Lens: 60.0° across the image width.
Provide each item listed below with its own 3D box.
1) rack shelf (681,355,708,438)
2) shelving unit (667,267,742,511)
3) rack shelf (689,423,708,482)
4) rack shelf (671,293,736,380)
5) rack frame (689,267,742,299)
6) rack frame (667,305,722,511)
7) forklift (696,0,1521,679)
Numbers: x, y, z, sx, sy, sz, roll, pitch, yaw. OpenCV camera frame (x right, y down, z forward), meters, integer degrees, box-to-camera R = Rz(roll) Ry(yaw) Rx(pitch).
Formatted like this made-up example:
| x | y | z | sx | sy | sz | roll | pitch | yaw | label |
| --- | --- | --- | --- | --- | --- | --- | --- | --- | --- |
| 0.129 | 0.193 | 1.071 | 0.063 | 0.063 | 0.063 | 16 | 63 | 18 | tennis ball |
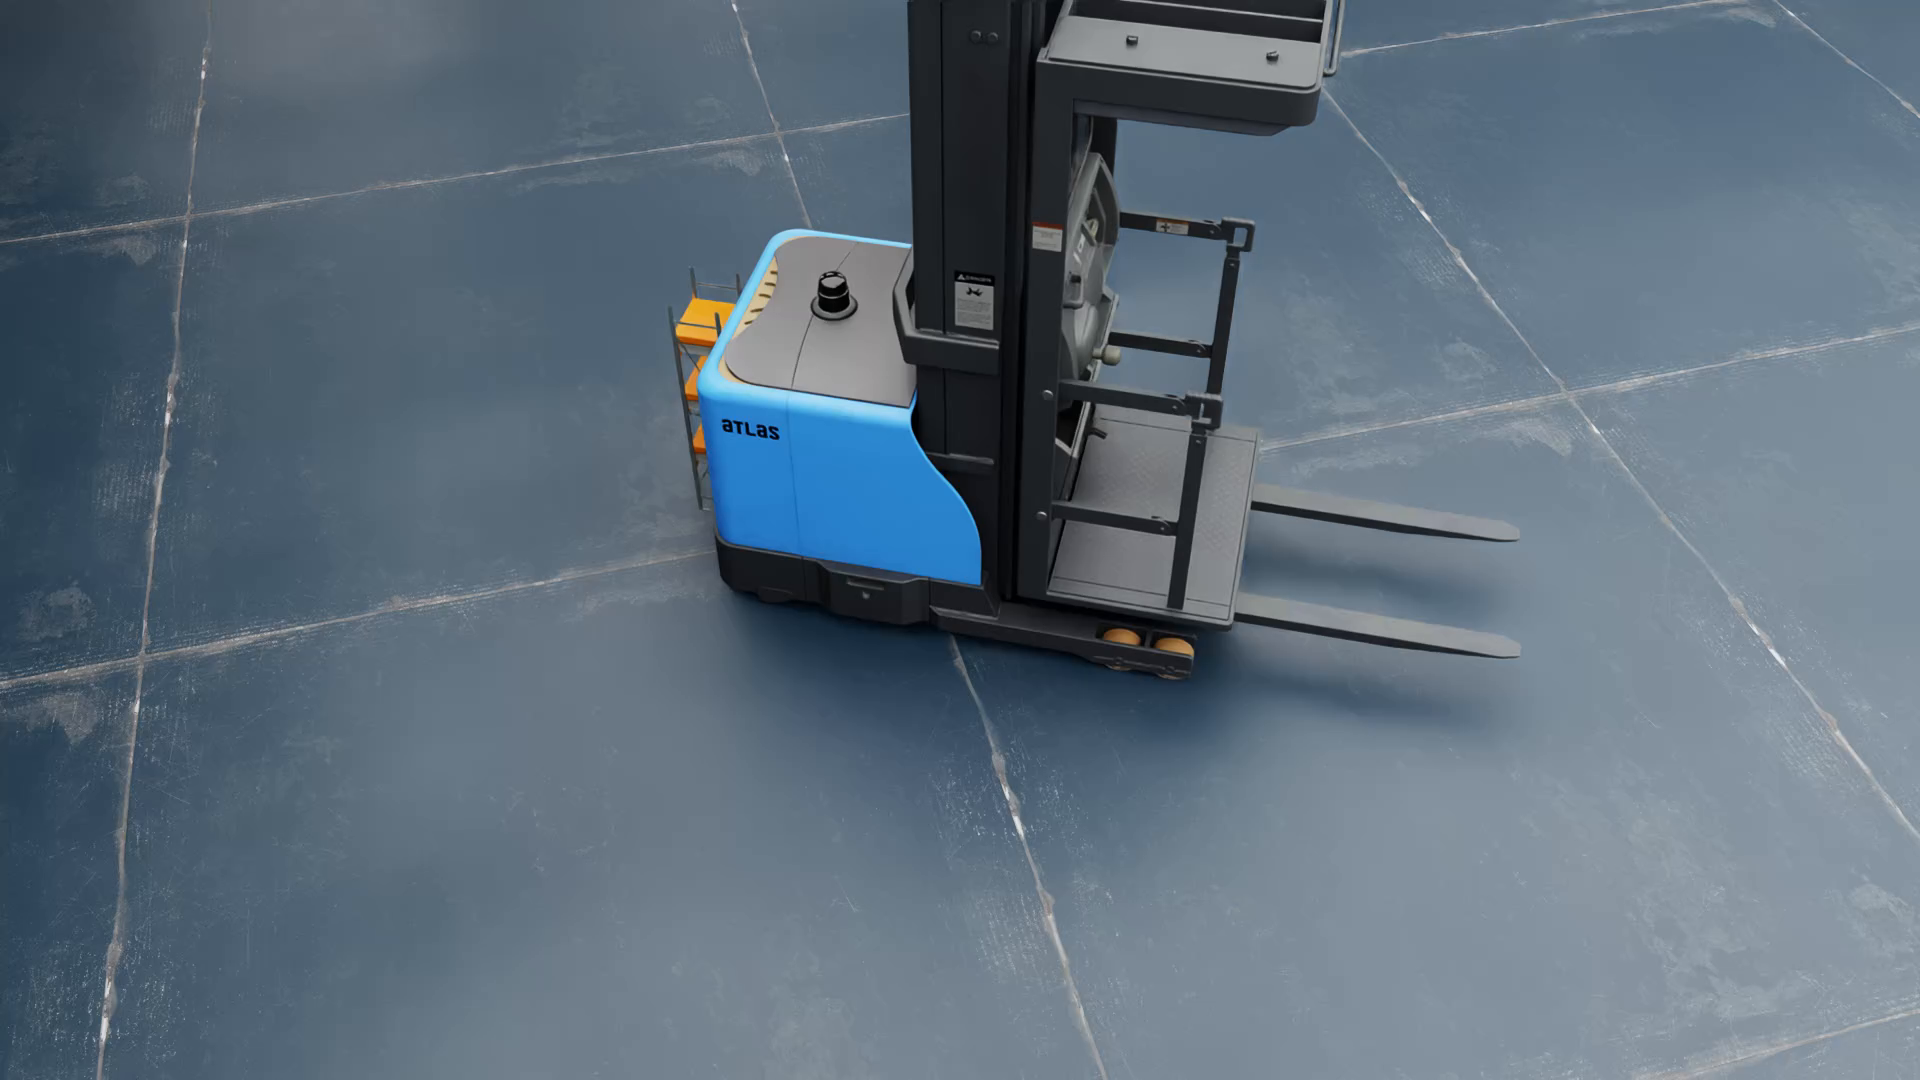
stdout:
| x | y | z | sx | sy | sz | roll | pitch | yaw | label |
| --- | --- | --- | --- | --- | --- | --- | --- | --- | --- |
| -0.954 | -0.557 | 6.576 | 0.215 | 0.259 | 0.240 | 9 | 46 | 9 | rack shelf |
| -0.954 | -0.565 | 6.568 | 0.215 | 1.050 | 0.252 | 9 | 46 | 9 | shelving unit |
| -0.953 | -0.363 | 6.774 | 0.215 | 0.259 | 0.240 | 9 | 46 | 9 | rack shelf |
| -0.954 | -0.756 | 6.373 | 0.215 | 0.259 | 0.240 | 9 | 46 | 9 | rack shelf |
| -0.926 | -0.650 | 6.652 | 0.200 | 1.050 | 0.008 | 9 | 46 | 9 | rack frame |
| -0.981 | -0.480 | 6.485 | 0.200 | 1.050 | 0.008 | 9 | 46 | 9 | rack frame |
| 0.631 | -0.922 | 5.602 | 3.031 | 2.935 | 1.130 | 9 | 46 | 9 | forklift |
